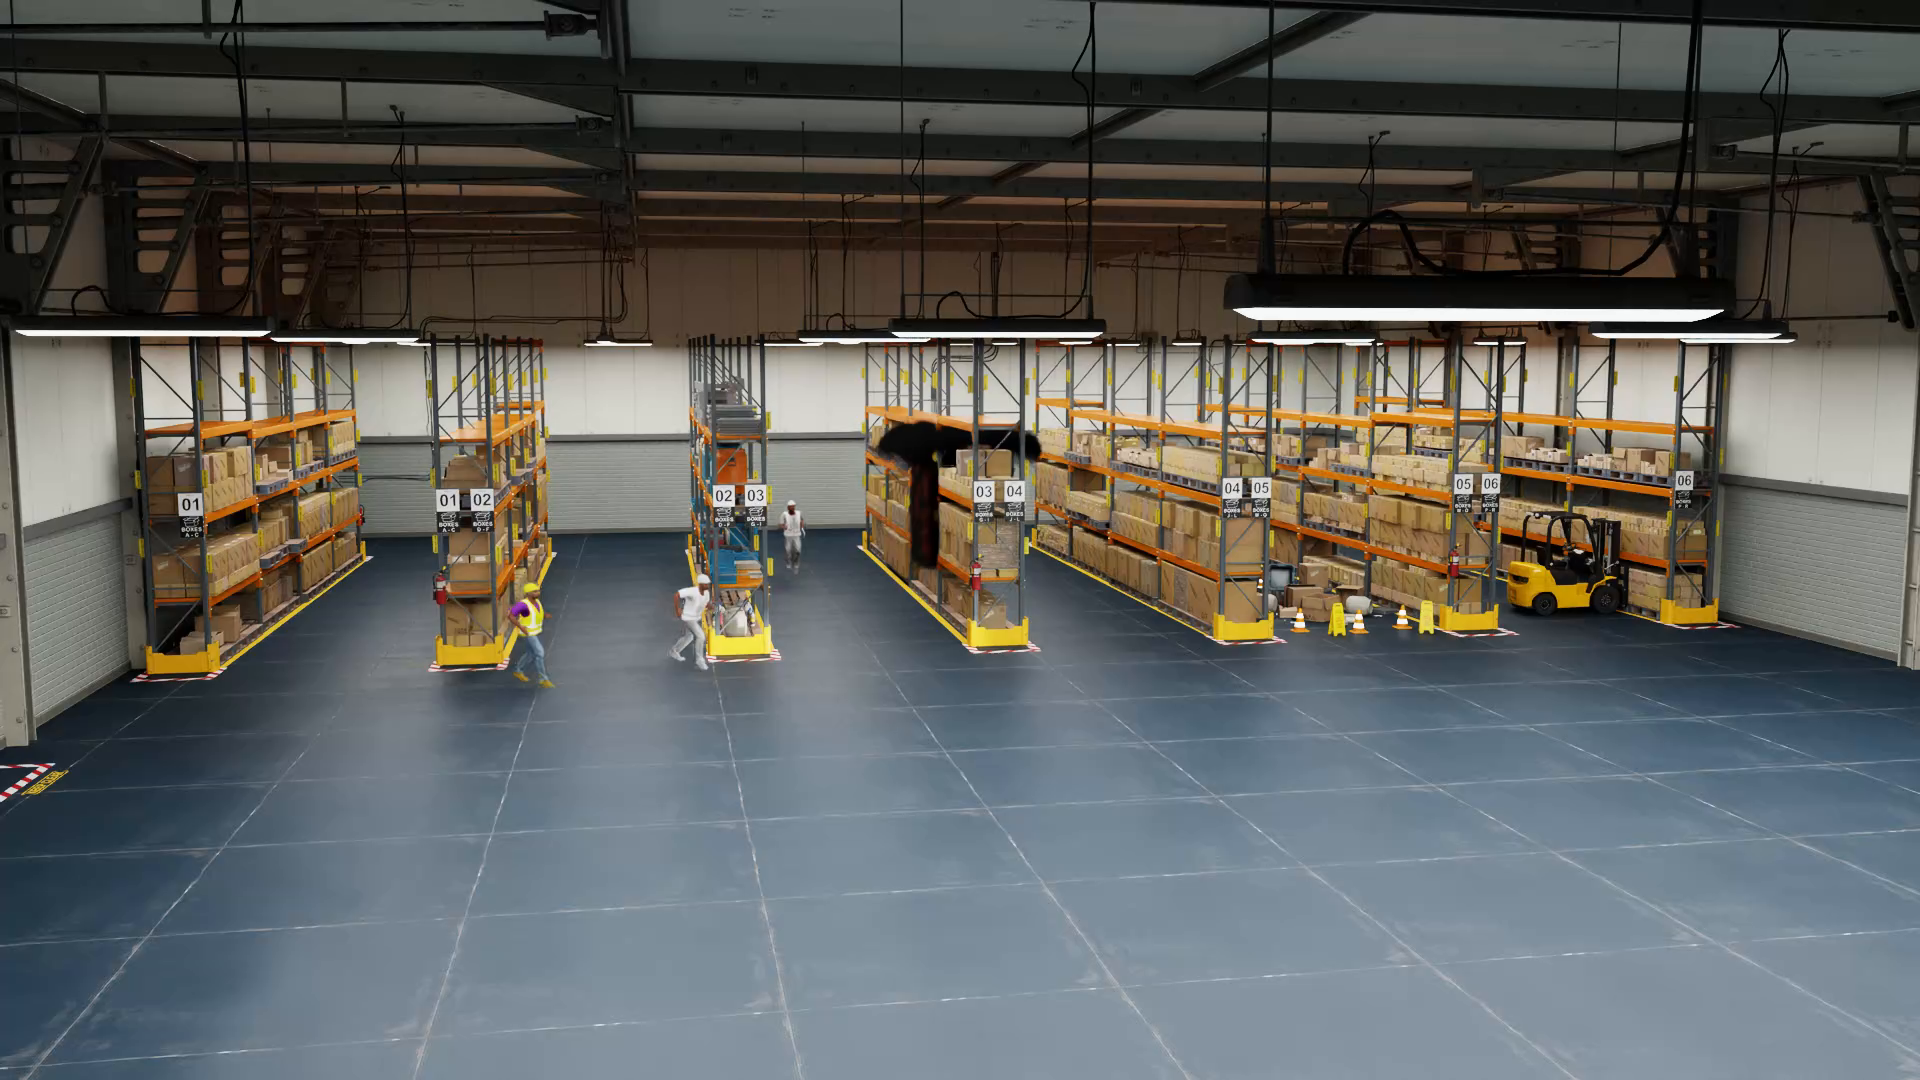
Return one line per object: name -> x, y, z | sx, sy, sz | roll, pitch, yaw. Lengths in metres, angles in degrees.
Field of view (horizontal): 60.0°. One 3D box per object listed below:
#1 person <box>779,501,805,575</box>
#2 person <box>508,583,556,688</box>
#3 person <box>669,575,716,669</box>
person -> -4.098, -0.050, 40.769 | 0.657, 1.845, 0.795 | -2, 7, -15
person -> -7.289, 1.618, 28.205 | 0.838, 1.803, 0.693 | 1, 7, 12
person -> -4.875, 1.481, 30.012 | 0.961, 1.759, 0.747 | 3, 7, 27
